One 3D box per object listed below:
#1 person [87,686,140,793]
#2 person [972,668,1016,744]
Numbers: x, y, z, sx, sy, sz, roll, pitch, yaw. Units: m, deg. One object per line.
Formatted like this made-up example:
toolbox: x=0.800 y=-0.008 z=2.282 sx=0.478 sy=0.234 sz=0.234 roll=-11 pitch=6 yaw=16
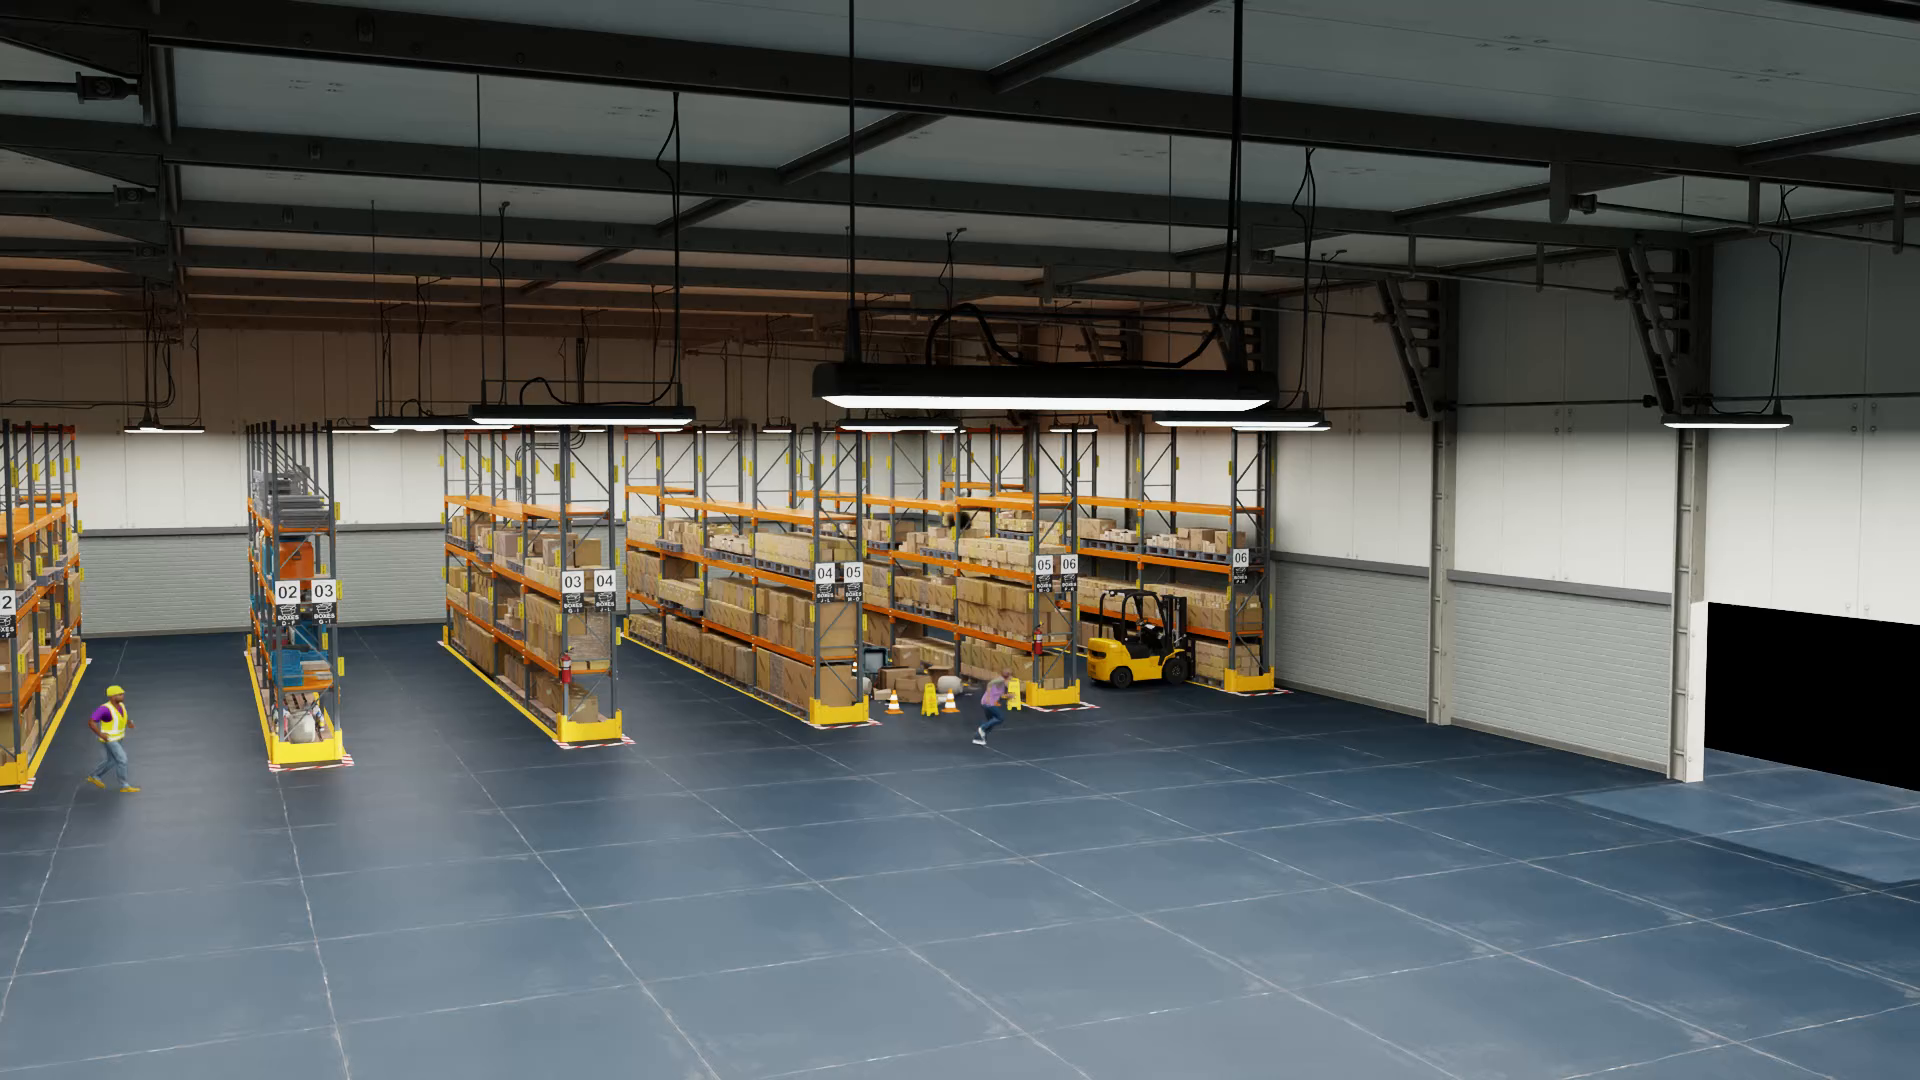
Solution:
person: x=-13.598 y=3.184 z=26.512 sx=0.871 sy=1.739 sz=0.719 roll=0 pitch=4 yaw=6
person: x=0.631 y=3.084 z=30.775 sx=0.808 sy=1.429 sz=0.566 roll=0 pitch=4 yaw=4
